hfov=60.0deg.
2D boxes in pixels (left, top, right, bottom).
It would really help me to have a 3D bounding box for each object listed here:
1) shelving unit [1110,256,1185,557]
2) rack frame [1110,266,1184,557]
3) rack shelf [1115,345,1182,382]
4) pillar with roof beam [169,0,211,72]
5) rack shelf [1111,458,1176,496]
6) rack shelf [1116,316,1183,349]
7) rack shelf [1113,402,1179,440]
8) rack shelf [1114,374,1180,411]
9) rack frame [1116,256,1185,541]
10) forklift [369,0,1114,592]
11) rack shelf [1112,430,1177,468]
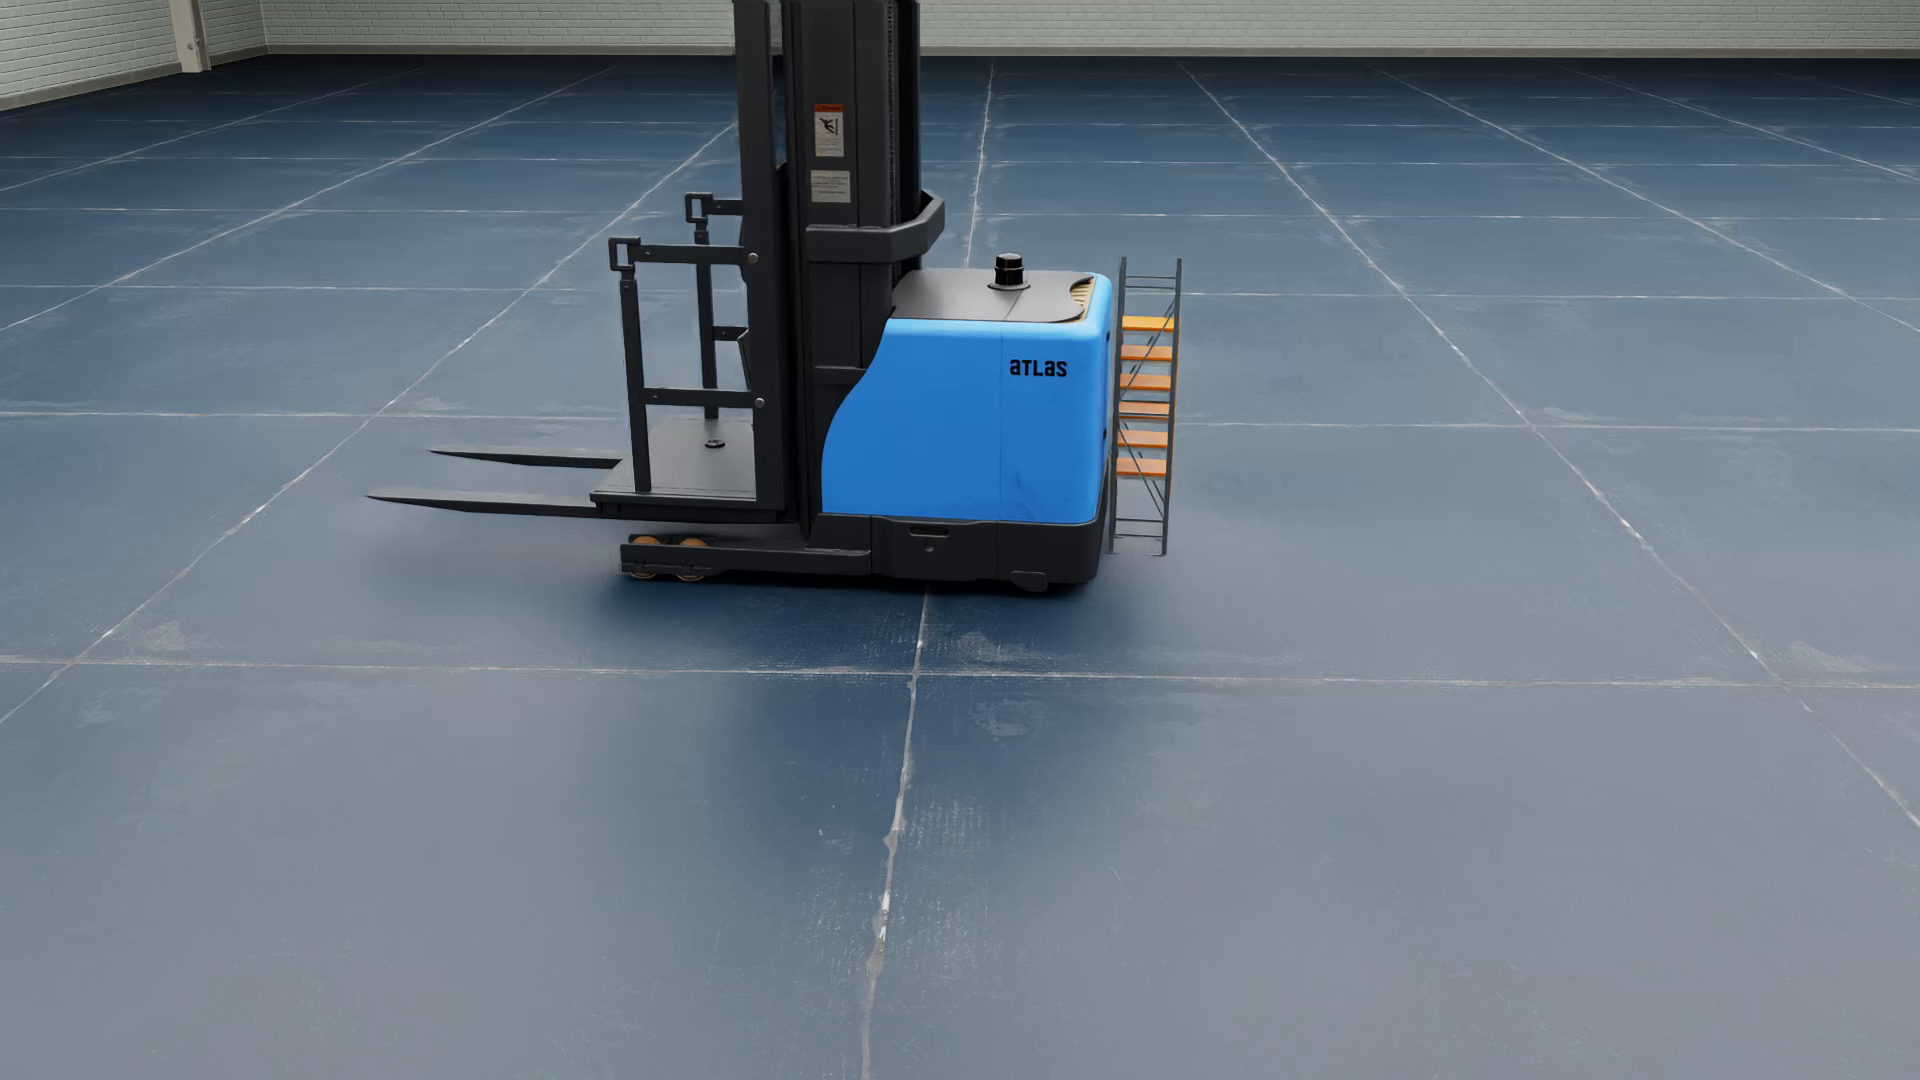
[{"bbox_3d":[0.755,-0.529,6.733,0.258,1.200,0.189,3,21,7],"label":"shelving unit"},{"bbox_3d":[0.743,-0.497,6.648,0.240,1.200,0.006,3,21,7],"label":"rack frame"},{"bbox_3d":[0.756,-0.712,6.662,0.258,0.103,0.180,3,21,7],"label":"rack shelf"},{"bbox_3d":[-7.523,-11.407,23.988,9.100,9.000,0.400,1,21,2],"label":"pillar with roof beam"},{"bbox_3d":[0.754,-0.264,6.836,0.258,0.103,0.180,3,21,7],"label":"rack shelf"},{"bbox_3d":[0.757,-0.824,6.618,0.258,0.103,0.180,3,21,7],"label":"rack shelf"},{"bbox_3d":[0.755,-0.488,6.749,0.258,0.103,0.180,3,21,7],"label":"rack shelf"},{"bbox_3d":[0.755,-0.600,6.705,0.258,0.103,0.180,3,21,7],"label":"rack shelf"},{"bbox_3d":[0.767,-0.562,6.817,0.240,1.200,0.006,3,21,7],"label":"rack frame"},{"bbox_3d":[-0.905,-1.387,6.551,3.031,2.935,1.130,3,21,7],"label":"forklift"},{"bbox_3d":[0.754,-0.376,6.792,0.258,0.103,0.180,3,21,7],"label":"rack shelf"}]
